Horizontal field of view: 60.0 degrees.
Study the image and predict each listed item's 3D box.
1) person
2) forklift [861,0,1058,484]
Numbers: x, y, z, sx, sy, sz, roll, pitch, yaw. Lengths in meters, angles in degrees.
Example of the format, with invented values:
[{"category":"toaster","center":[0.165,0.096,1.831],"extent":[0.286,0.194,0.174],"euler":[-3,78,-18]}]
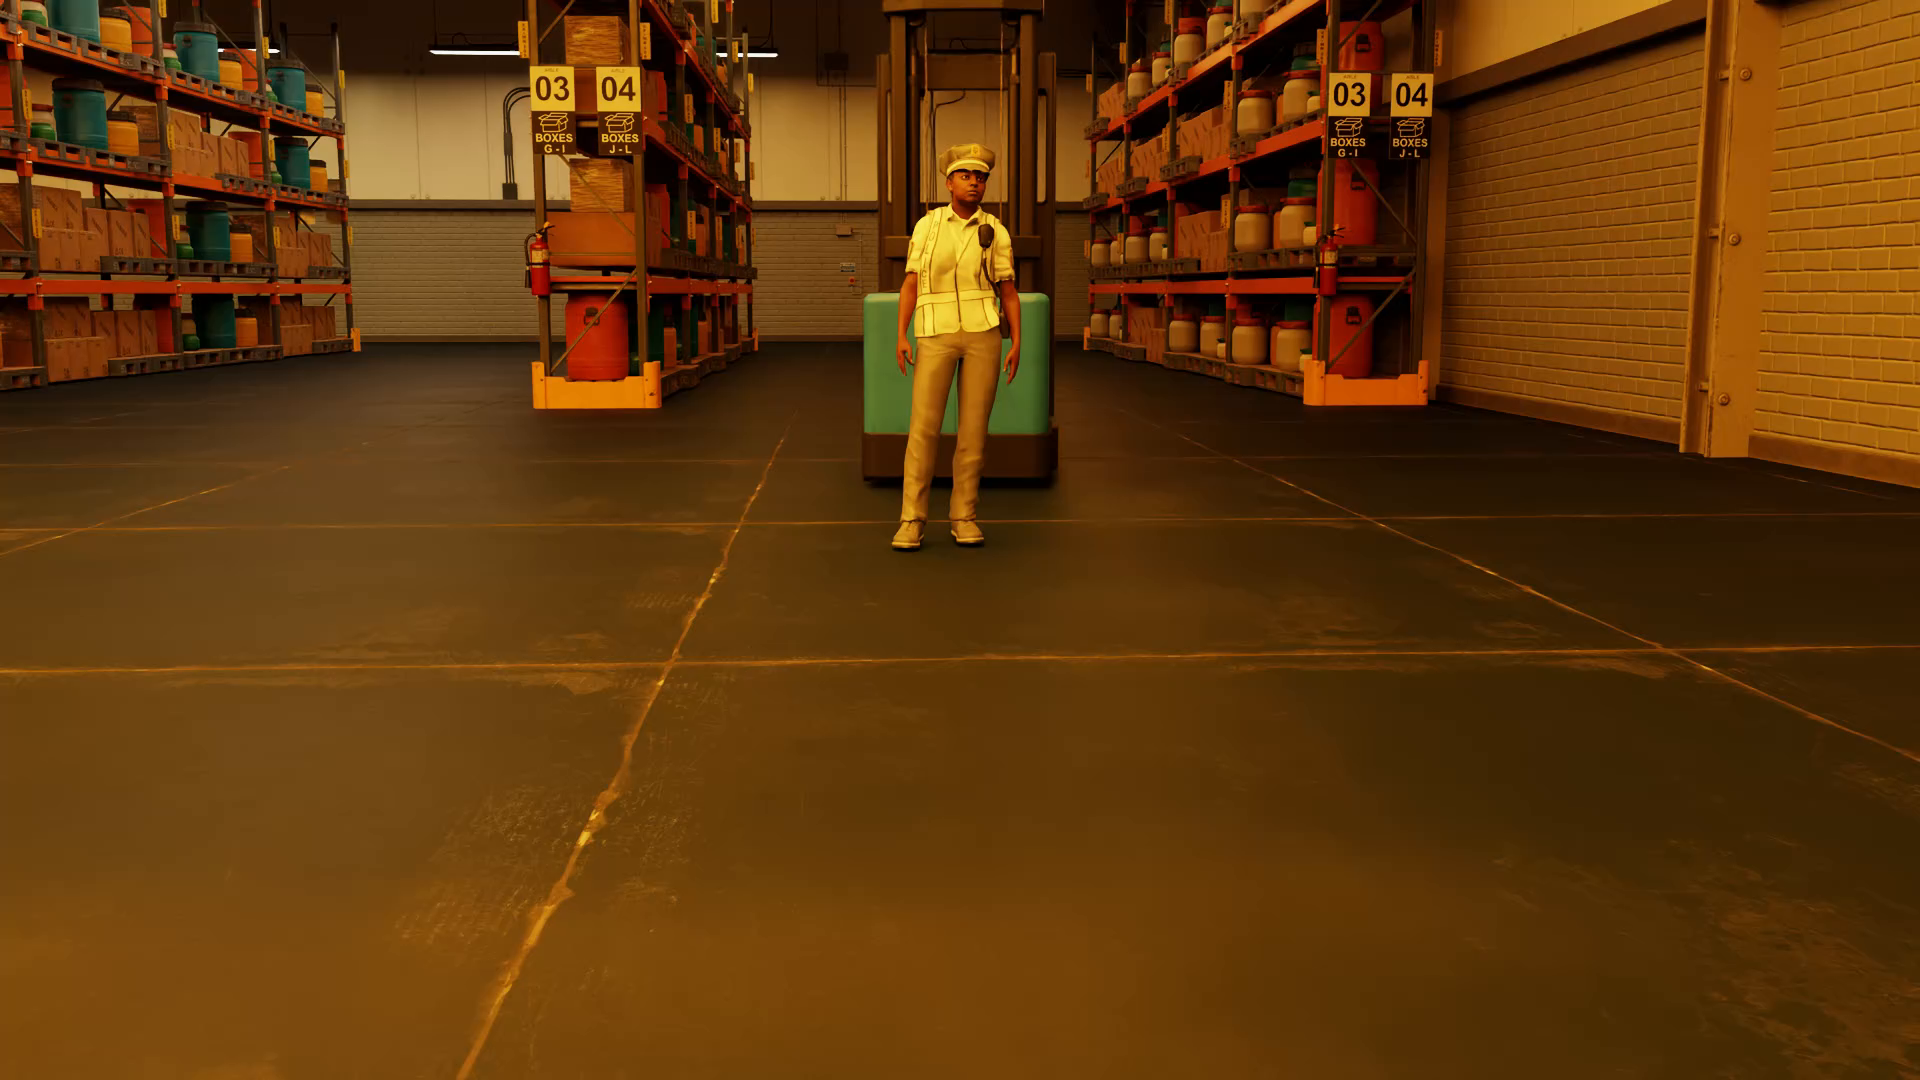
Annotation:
[{"category":"person","center":[-0.015,-0.834,7.110],"extent":[0.569,1.694,0.530],"euler":[-1,8,-4]},{"category":"forklift","center":[0.055,-1.943,10.417],"extent":[1.130,2.935,3.031],"euler":[0,8,3]}]
